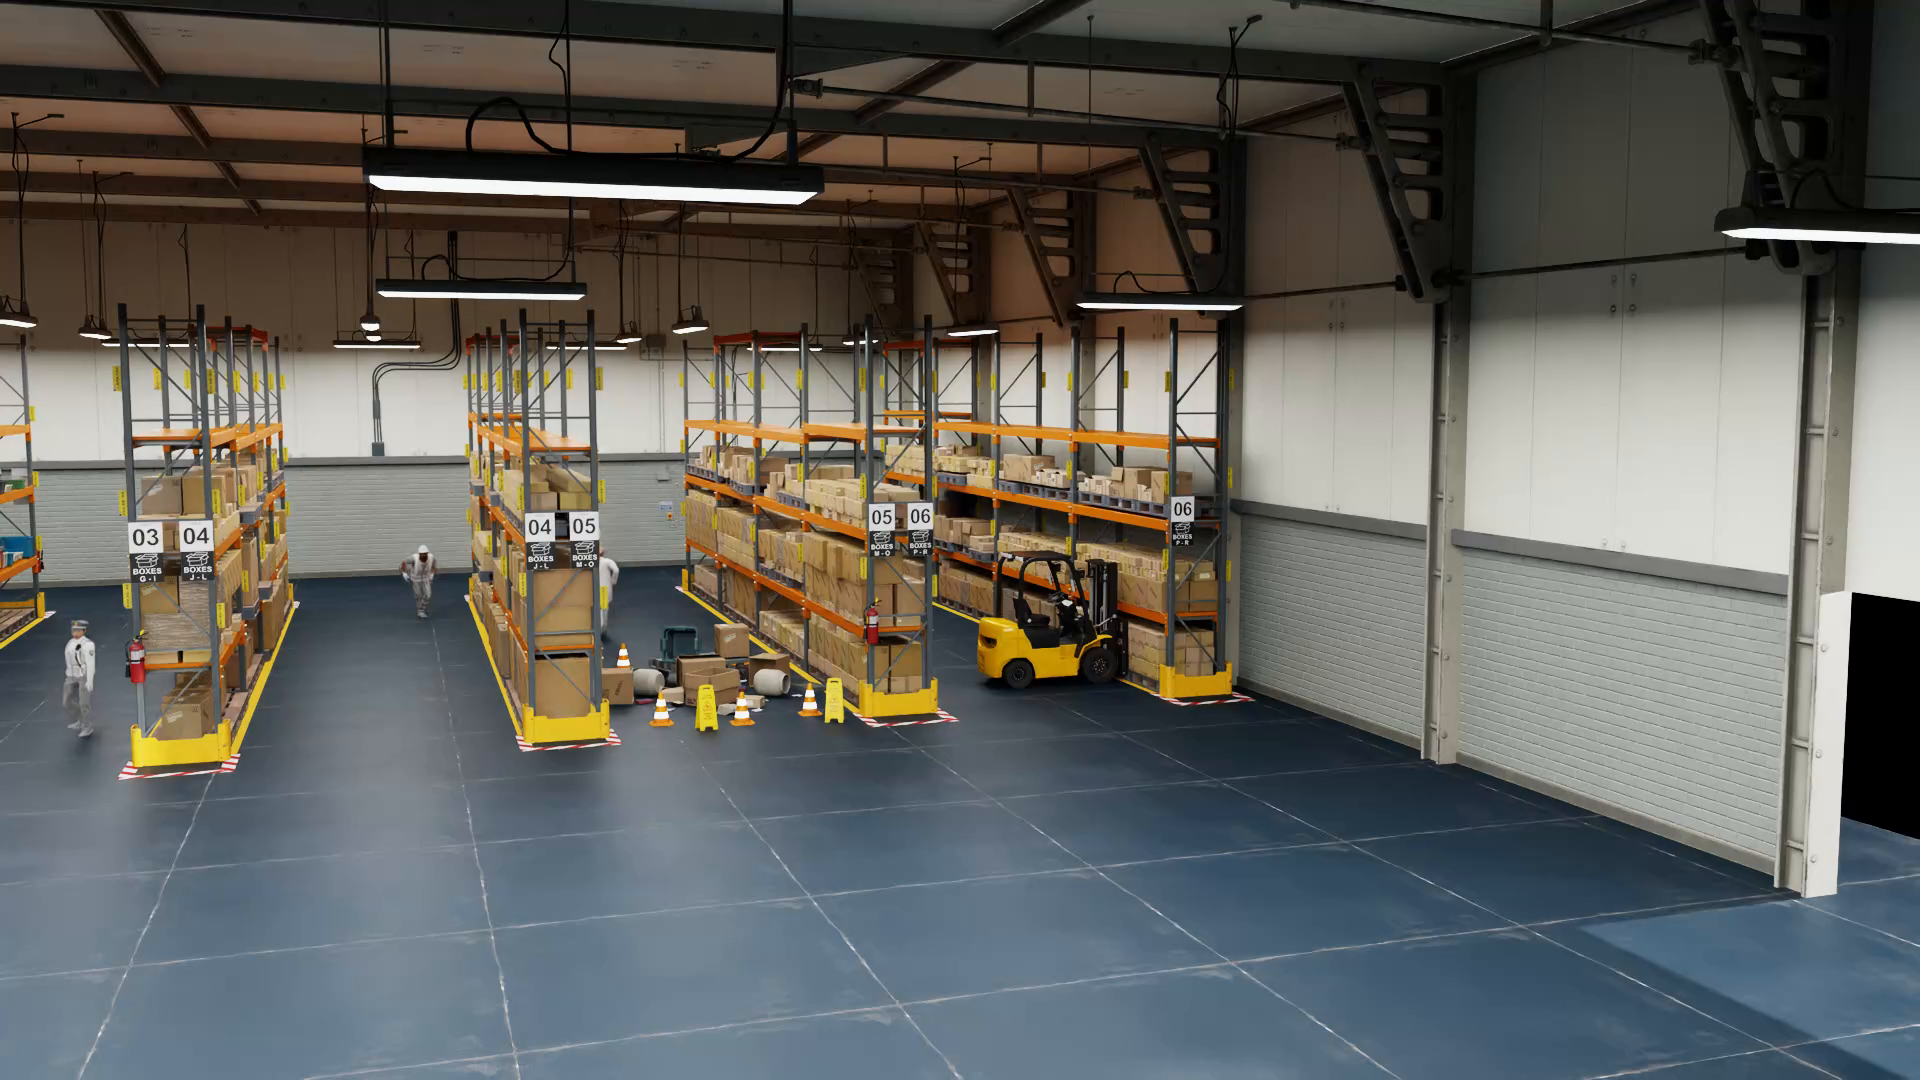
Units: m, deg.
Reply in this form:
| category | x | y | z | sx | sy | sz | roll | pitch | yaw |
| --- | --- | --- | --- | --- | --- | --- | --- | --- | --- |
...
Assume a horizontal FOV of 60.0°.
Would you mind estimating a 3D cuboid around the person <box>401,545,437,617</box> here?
| category | x | y | z | sx | sy | sz | roll | pitch | yaw |
| --- | --- | --- | --- | --- | --- | --- | --- | --- | --- |
| person | -11.460 | 0.877 | 35.261 | 0.716 | 1.583 | 0.876 | -3 | 6 | -27 |

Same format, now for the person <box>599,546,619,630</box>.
| category | x | y | z | sx | sy | sz | roll | pitch | yaw |
| --- | --- | --- | --- | --- | --- | --- | --- | --- | --- |
| person | -7.047 | 0.959 | 32.609 | 0.692 | 1.680 | 0.889 | -2 | 6 | -17 |

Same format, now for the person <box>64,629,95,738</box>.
| category | x | y | z | sx | sy | sz | roll | pitch | yaw |
| --- | --- | --- | --- | --- | --- | --- | --- | --- | --- |
| person | -12.421 | 1.975 | 23.511 | 0.594 | 1.670 | 0.465 | 2 | 6 | 16 |
